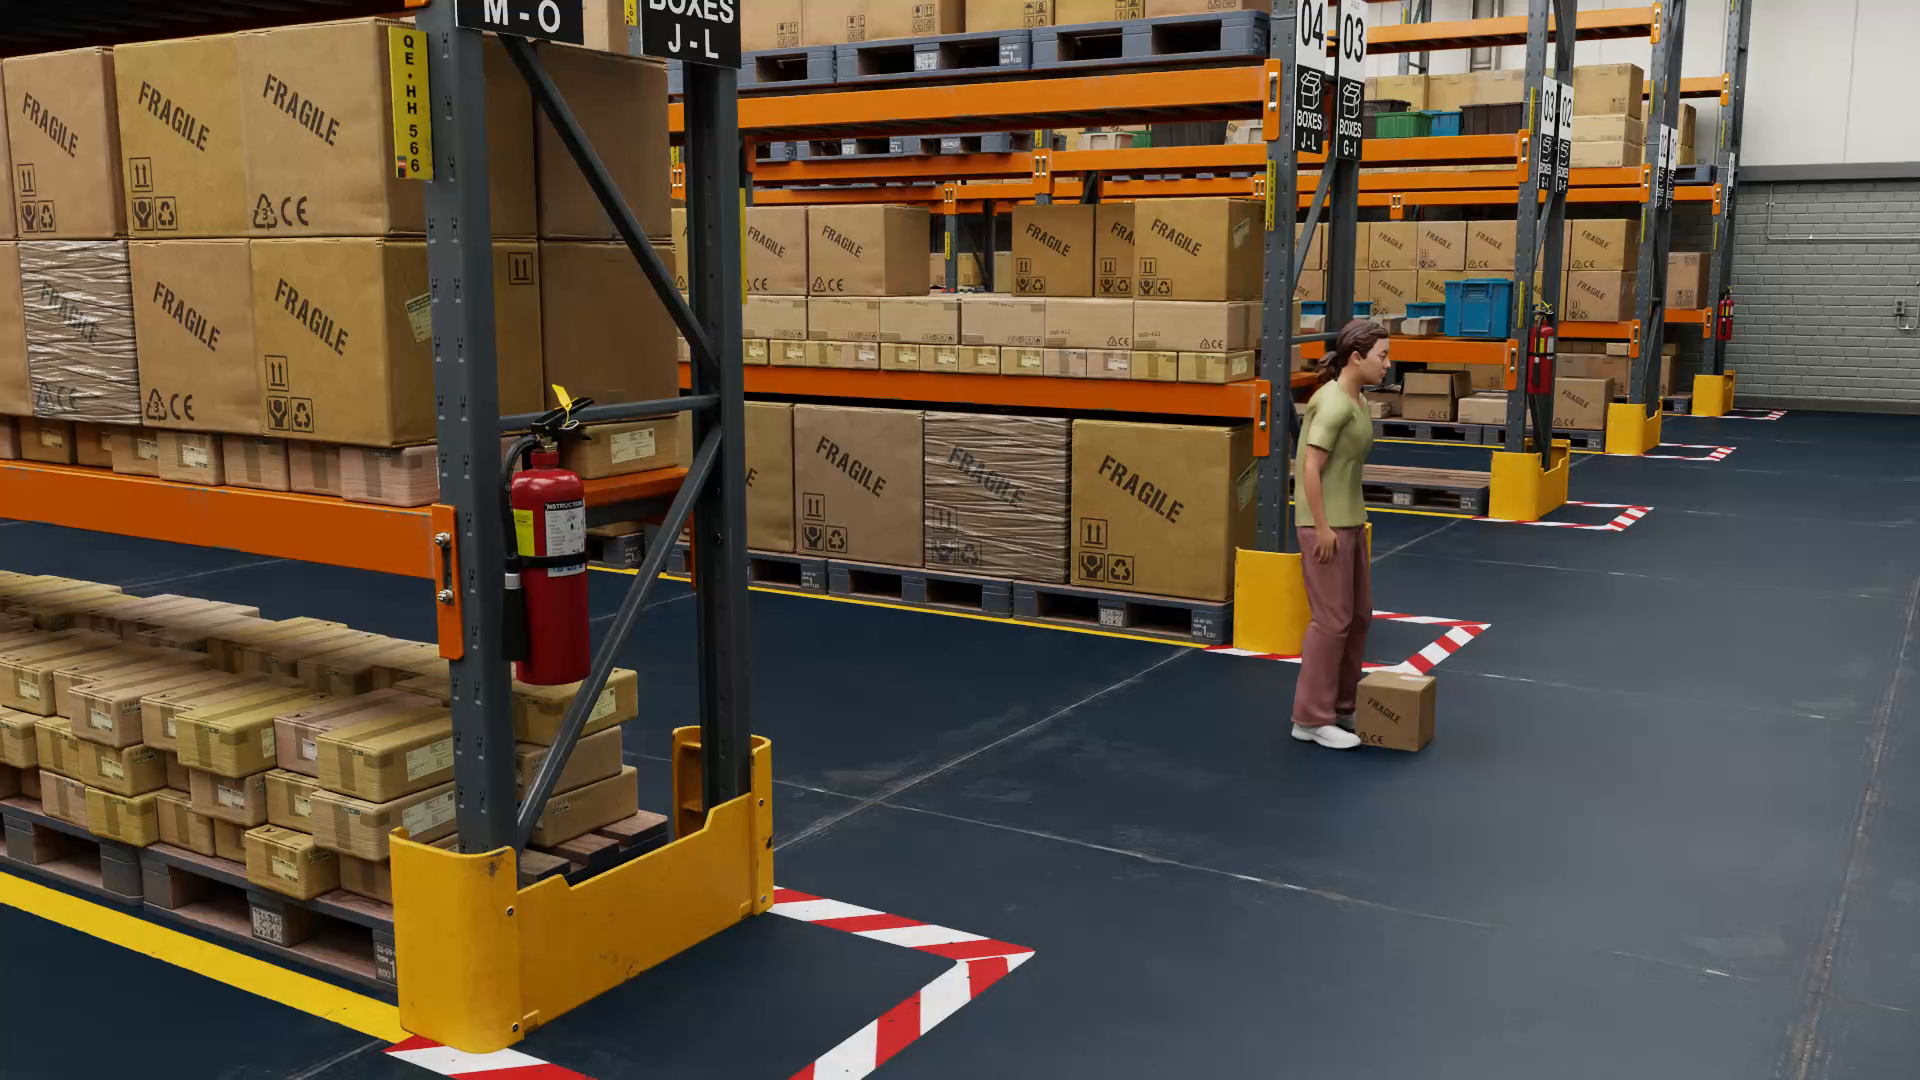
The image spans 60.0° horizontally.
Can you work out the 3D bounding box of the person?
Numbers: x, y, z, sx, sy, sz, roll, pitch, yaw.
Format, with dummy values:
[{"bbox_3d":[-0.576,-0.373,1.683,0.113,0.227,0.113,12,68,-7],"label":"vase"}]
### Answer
[{"bbox_3d":[1.522,-0.041,6.640,0.364,1.671,0.508,5,11,28],"label":"person"}]
